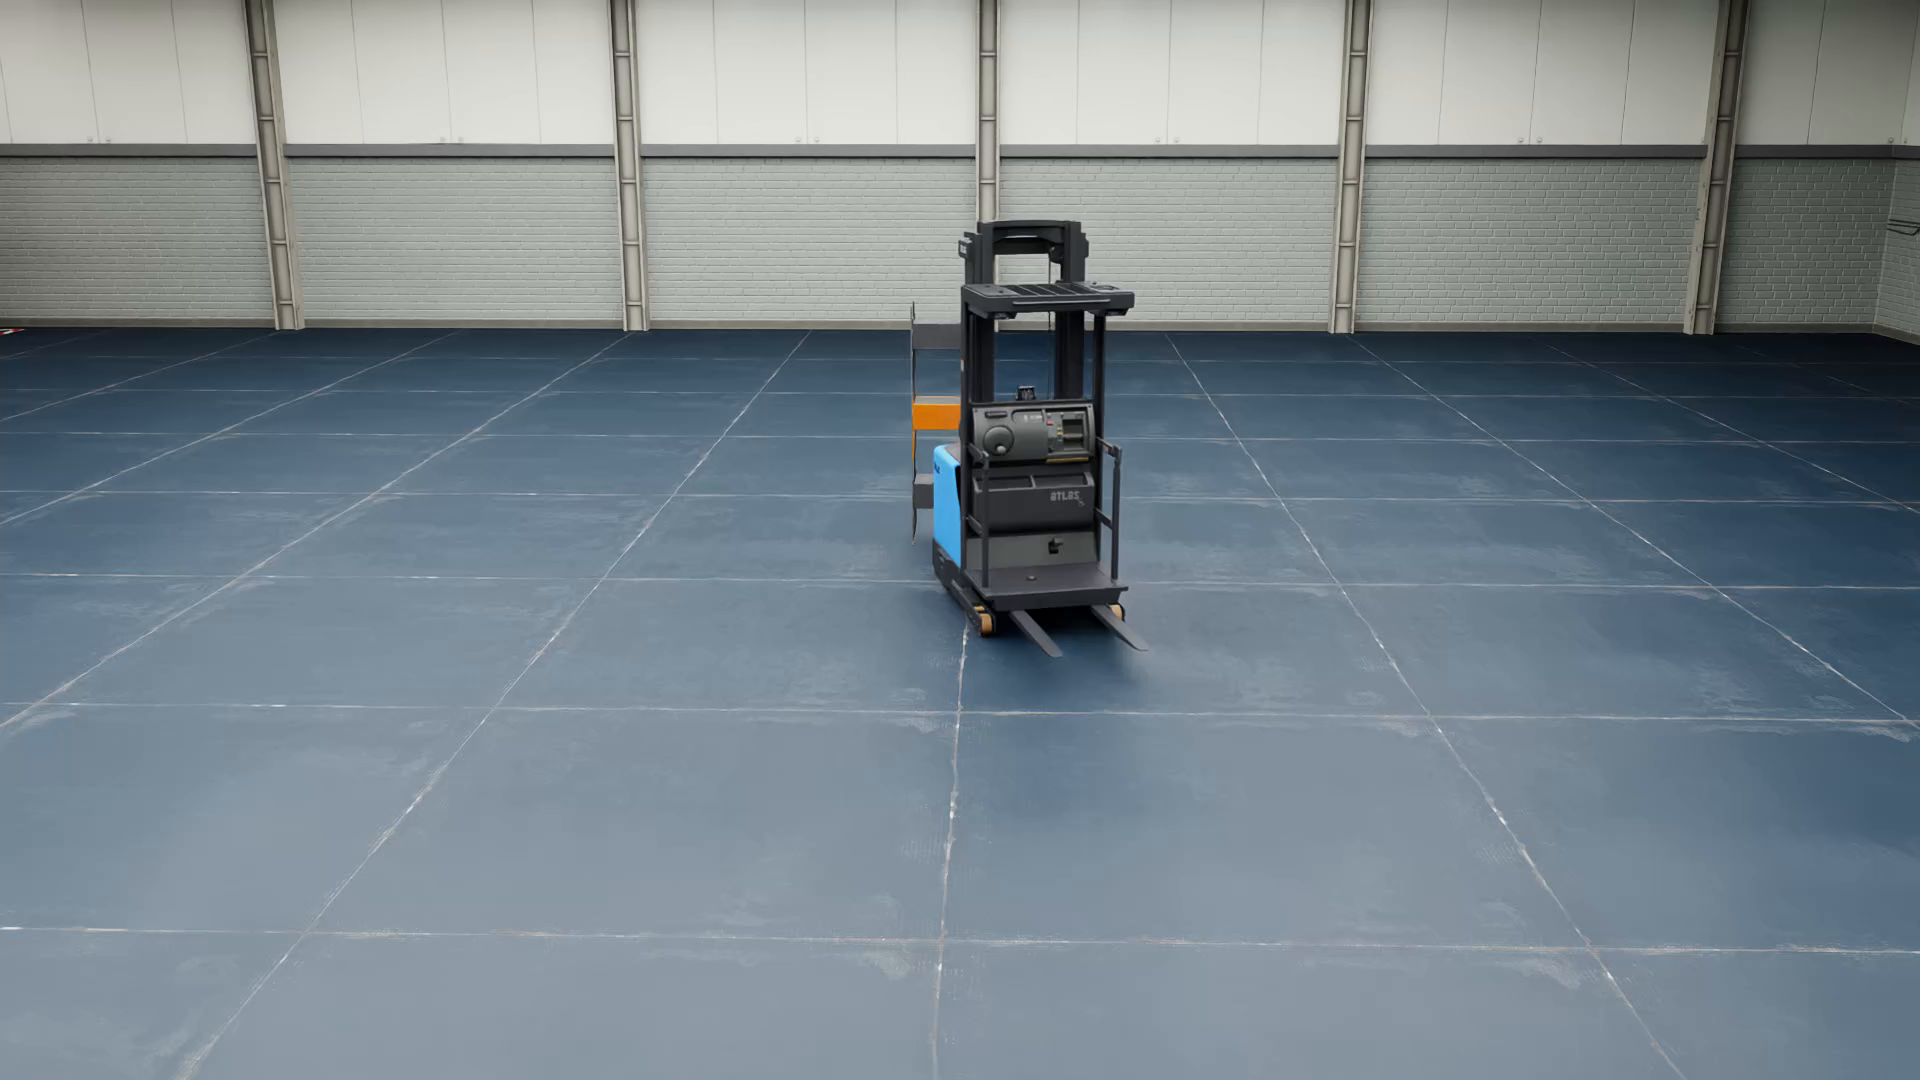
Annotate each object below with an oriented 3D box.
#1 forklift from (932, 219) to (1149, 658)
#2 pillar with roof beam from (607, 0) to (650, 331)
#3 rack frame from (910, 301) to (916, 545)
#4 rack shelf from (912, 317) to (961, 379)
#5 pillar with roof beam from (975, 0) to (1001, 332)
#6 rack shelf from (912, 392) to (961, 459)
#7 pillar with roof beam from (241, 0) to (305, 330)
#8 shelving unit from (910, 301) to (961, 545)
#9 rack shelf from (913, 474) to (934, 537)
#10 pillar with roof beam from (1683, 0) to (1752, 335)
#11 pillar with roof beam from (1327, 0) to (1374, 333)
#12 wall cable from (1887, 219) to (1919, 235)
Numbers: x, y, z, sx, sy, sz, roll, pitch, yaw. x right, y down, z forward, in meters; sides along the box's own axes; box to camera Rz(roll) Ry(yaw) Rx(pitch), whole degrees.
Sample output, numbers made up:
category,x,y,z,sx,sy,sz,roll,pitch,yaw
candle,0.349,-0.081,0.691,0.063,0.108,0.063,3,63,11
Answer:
category,x,y,z,sx,sy,sz,roll,pitch,yaw
forklift,0.602,-0.821,12.206,1.130,2.935,3.031,-3,15,-13
pillar with roof beam,-5.648,-6.860,23.203,0.400,9.000,9.100,0,15,1
rack frame,-0.409,-1.018,14.582,0.015,2.100,0.400,0,15,1
rack shelf,-0.165,-1.680,14.401,0.480,0.518,0.431,0,15,1
pillar with roof beam,0.350,-6.821,23.055,0.400,9.000,9.100,0,15,1
rack shelf,-0.165,-1.003,14.580,0.480,0.518,0.431,0,15,1
pillar with roof beam,-11.646,-6.900,23.351,0.400,9.000,9.100,0,15,1
shelving unit,-0.165,-1.016,14.576,0.503,2.100,0.431,0,15,1
rack shelf,-0.165,-0.326,14.758,0.480,0.518,0.431,0,15,1
pillar with roof beam,12.346,-6.743,22.759,0.400,9.000,9.100,0,15,1
pillar with roof beam,6.348,-6.782,22.907,0.400,9.000,9.100,0,15,1
wall cable,15.368,-5.983,25.965,0.112,2.526,3.097,0,15,1
